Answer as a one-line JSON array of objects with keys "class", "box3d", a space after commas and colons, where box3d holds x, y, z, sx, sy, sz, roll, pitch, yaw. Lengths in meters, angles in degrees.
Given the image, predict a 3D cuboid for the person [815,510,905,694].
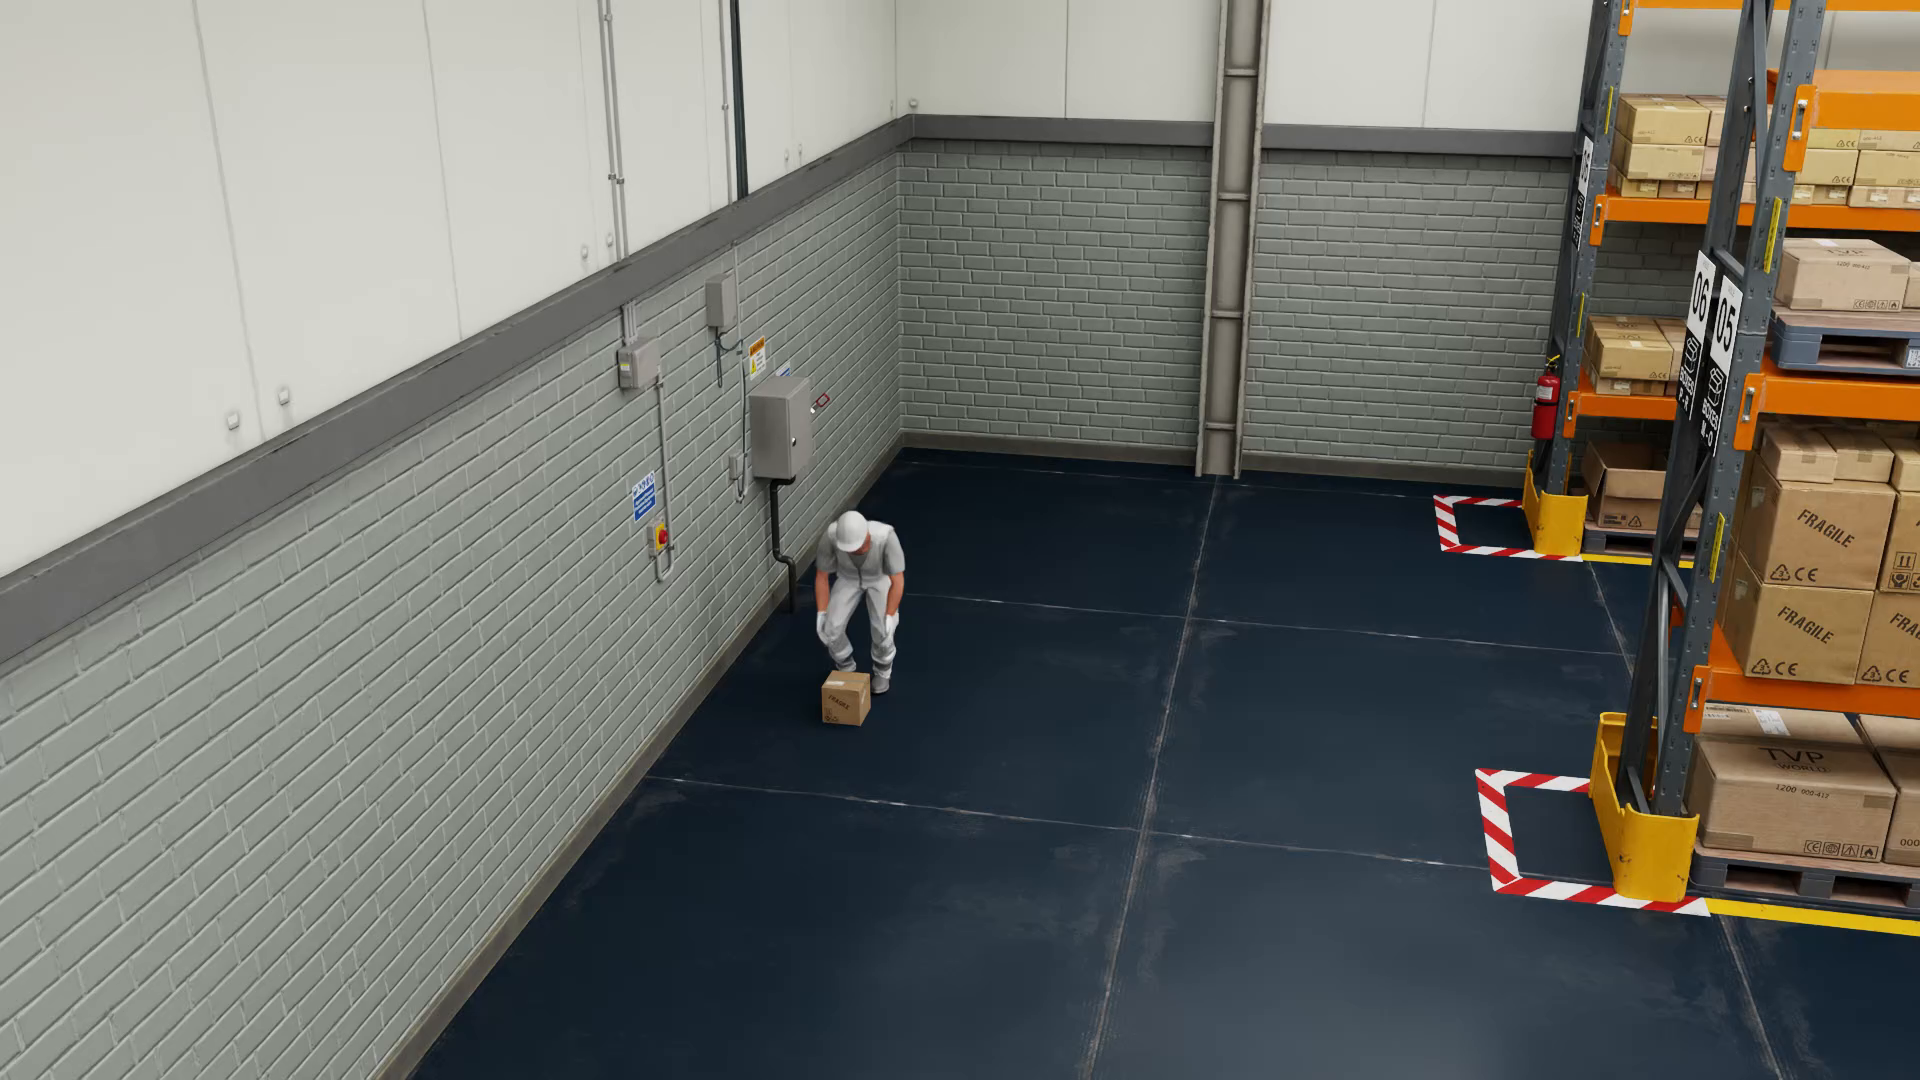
[{"class": "person", "box3d": [-0.618, 0.361, 10.732, 0.584, 1.351, 0.795, 4, 22, 11]}]
